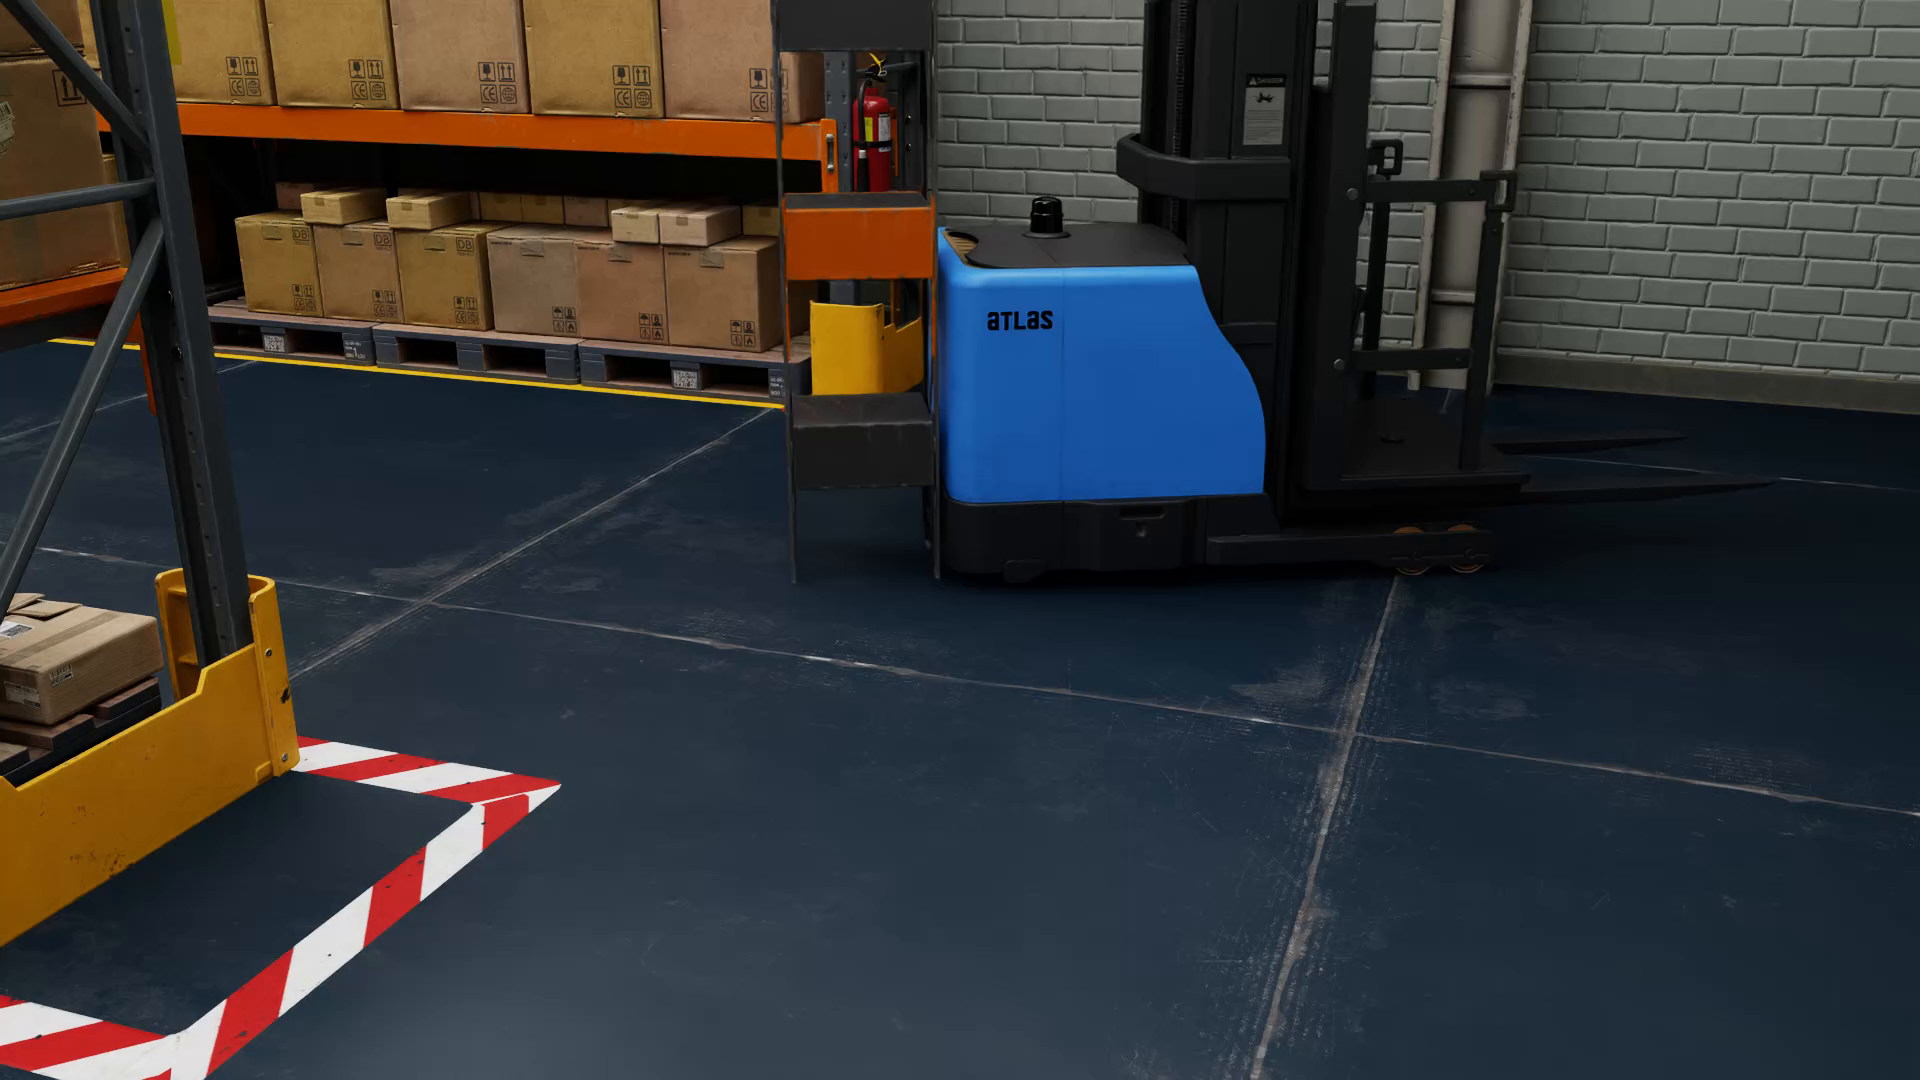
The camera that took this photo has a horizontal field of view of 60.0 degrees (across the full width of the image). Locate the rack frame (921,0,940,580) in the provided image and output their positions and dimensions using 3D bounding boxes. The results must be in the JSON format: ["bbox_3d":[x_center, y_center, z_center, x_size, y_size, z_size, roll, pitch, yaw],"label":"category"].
[{"bbox_3d":[-0.100,-0.920,5.526,0.015,2.100,0.400,-2,19,-6],"label":"rack frame"}]

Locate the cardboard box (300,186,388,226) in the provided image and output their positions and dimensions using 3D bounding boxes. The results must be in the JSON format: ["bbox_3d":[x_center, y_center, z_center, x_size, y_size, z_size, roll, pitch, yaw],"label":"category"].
[{"bbox_3d":[-3.230,-1.760,8.742,0.250,0.149,0.380,7,20,20],"label":"cardboard box"}]

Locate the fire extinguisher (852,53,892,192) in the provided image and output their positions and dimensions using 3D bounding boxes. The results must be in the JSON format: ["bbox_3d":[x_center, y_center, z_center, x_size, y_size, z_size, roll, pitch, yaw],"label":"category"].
[{"bbox_3d":[-0.396,-1.838,7.475,0.183,0.674,0.296,7,20,18],"label":"fire extinguisher"}]

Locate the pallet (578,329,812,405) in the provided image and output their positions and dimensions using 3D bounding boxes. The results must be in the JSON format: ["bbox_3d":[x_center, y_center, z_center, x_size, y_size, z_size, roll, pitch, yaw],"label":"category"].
[{"bbox_3d":[-1.168,-0.955,8.496,1.213,0.211,1.003,7,20,18],"label":"pallet"}]

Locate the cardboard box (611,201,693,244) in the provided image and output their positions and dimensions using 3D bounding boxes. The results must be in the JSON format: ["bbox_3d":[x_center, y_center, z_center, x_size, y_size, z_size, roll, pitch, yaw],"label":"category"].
[{"bbox_3d":[-1.504,-1.563,8.178,0.250,0.149,0.380,7,20,20],"label":"cardboard box"}]

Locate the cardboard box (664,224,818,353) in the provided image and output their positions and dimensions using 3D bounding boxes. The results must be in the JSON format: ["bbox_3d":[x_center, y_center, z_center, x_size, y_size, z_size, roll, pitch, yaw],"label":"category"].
[{"bbox_3d":[-1.081,-1.272,8.329,0.500,0.500,0.700,7,20,18],"label":"cardboard box"}]

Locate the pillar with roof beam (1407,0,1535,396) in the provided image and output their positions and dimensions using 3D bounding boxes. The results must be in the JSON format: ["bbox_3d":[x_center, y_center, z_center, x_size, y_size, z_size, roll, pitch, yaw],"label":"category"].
[{"bbox_3d":[1.034,-3.682,2.966,0.400,9.000,9.100,7,20,18],"label":"pillar with roof beam"}]

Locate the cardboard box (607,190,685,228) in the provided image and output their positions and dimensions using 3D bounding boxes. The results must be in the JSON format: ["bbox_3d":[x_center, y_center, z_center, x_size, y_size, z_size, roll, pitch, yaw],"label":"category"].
[{"bbox_3d":[-1.613,-1.709,8.596,0.250,0.149,0.380,7,20,19],"label":"cardboard box"}]

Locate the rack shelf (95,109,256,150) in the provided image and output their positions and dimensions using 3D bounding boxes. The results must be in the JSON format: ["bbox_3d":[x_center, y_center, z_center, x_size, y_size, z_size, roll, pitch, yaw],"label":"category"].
[{"bbox_3d":[-6.055,-2.518,9.837,4.000,0.370,1.077,7,20,18],"label":"rack shelf"}]

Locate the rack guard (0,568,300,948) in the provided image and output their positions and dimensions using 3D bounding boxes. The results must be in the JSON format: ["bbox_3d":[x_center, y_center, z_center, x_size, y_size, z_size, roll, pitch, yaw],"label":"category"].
[{"bbox_3d":[-2.081,0.503,3.874,0.348,0.500,1.175,7,20,18],"label":"rack guard"}]

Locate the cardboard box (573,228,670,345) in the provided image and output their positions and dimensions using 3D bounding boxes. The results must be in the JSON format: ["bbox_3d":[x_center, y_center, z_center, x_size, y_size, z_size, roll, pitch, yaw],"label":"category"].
[{"bbox_3d":[-1.554,-1.326,8.484,0.500,0.500,0.700,6,20,18],"label":"cardboard box"}]

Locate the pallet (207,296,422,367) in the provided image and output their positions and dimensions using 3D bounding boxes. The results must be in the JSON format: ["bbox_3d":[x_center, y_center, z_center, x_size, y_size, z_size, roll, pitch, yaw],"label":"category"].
[{"bbox_3d":[-3.473,-1.219,9.252,1.213,0.211,1.003,7,20,18],"label":"pallet"}]

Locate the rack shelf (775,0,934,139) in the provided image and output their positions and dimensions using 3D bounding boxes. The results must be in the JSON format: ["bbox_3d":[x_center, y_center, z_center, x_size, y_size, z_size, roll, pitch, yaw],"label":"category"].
[{"bbox_3d":[-0.342,-1.559,5.274,0.480,0.518,0.431,-2,19,-6],"label":"rack shelf"}]

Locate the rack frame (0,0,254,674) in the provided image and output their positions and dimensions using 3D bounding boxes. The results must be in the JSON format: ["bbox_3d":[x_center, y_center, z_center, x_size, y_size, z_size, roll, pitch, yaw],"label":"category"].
[{"bbox_3d":[-2.010,-0.669,3.439,0.127,3.000,1.000,7,20,18],"label":"rack frame"}]

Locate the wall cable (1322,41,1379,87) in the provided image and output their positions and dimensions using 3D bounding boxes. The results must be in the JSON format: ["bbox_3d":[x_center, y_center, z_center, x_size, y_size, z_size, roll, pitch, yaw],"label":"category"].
[{"bbox_3d":[1.133,-2.845,8.139,1.851,1.984,0.084,7,20,18],"label":"wall cable"}]

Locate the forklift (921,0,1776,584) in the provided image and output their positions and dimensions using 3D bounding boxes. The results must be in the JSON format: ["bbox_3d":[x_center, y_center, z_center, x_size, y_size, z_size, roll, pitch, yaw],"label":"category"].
[{"bbox_3d":[1.405,-1.432,5.730,3.031,2.935,1.130,-2,19,-7],"label":"forklift"}]

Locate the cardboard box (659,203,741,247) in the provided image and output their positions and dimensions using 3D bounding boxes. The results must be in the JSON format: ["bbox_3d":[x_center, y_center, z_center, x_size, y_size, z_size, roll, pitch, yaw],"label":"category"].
[{"bbox_3d":[-1.263,-1.536,8.099,0.250,0.149,0.380,6,20,17],"label":"cardboard box"}]

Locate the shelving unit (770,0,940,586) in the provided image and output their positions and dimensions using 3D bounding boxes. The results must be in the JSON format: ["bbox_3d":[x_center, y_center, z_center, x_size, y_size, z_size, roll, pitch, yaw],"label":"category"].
[{"bbox_3d":[-0.342,-0.911,5.500,0.503,2.100,0.431,-2,19,-6],"label":"shelving unit"}]

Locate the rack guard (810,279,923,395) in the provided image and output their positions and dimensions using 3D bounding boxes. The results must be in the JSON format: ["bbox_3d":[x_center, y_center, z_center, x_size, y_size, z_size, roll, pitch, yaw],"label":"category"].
[{"bbox_3d":[-0.365,-1.027,8.263,0.348,0.500,1.175,7,20,18],"label":"rack guard"}]

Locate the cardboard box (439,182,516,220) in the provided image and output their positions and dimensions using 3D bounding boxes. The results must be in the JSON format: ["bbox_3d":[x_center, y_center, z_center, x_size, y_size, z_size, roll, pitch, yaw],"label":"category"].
[{"bbox_3d":[-2.579,-1.819,8.911,0.250,0.149,0.380,7,20,19],"label":"cardboard box"}]

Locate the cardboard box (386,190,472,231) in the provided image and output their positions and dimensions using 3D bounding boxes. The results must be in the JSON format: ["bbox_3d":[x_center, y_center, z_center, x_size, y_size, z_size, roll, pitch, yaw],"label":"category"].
[{"bbox_3d":[-2.736,-1.704,8.580,0.250,0.149,0.380,6,20,17],"label":"cardboard box"}]

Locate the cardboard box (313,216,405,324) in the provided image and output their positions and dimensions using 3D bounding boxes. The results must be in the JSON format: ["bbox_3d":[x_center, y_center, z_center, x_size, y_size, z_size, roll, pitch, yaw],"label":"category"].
[{"bbox_3d":[-3.020,-1.492,8.959,0.500,0.500,0.700,6,20,18],"label":"cardboard box"}]

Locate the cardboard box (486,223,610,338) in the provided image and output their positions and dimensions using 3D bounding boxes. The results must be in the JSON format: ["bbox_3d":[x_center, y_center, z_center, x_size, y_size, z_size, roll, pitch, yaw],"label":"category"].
[{"bbox_3d":[-2.029,-1.381,8.639,0.500,0.500,0.700,6,20,16],"label":"cardboard box"}]

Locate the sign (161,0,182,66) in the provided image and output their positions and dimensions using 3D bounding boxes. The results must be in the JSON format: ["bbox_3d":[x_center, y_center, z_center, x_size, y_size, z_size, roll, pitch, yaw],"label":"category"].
[{"bbox_3d":[-1.832,-1.247,3.781,0.005,0.325,0.100,7,20,18],"label":"sign"}]

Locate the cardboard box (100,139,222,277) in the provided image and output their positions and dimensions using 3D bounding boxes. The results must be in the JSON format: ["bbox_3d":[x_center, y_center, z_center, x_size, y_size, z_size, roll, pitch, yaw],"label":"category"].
[{"bbox_3d":[-4.823,-1.855,9.469,0.750,0.750,0.750,7,20,19],"label":"cardboard box"}]

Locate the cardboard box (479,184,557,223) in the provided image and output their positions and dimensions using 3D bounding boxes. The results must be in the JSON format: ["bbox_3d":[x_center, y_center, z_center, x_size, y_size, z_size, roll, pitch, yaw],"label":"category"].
[{"bbox_3d":[-2.335,-1.791,8.832,0.250,0.149,0.380,6,20,17],"label":"cardboard box"}]

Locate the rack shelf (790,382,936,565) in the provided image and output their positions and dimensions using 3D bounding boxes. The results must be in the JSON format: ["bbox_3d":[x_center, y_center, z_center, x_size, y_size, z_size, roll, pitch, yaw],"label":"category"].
[{"bbox_3d":[-0.342,-0.237,5.735,0.480,0.518,0.431,-2,19,-6],"label":"rack shelf"}]

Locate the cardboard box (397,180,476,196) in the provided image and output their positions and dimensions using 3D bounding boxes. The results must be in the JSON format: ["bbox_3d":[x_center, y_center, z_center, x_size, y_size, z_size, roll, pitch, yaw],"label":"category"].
[{"bbox_3d":[-2.817,-1.846,8.990,0.250,0.149,0.380,6,20,16],"label":"cardboard box"}]

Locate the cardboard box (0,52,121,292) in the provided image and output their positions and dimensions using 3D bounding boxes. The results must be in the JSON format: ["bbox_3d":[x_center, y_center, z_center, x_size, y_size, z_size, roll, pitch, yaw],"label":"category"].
[{"bbox_3d":[-2.342,-0.846,3.795,0.500,0.500,0.500,7,20,19],"label":"cardboard box"}]

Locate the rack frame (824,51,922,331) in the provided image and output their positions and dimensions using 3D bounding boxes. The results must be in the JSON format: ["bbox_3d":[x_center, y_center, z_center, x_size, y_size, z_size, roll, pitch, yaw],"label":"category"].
[{"bbox_3d":[-0.387,-2.210,7.859,0.127,3.000,1.000,7,20,18],"label":"rack frame"}]

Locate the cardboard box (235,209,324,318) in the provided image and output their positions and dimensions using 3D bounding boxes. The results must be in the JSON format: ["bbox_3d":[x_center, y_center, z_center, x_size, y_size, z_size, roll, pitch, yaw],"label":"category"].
[{"bbox_3d":[-3.493,-1.547,9.118,0.500,0.500,0.700,7,20,19],"label":"cardboard box"}]

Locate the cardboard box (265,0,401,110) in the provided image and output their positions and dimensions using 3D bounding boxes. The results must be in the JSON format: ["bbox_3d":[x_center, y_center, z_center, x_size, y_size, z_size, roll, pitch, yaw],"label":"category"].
[{"bbox_3d":[-2.971,-2.639,8.635,0.700,0.700,0.980,6,20,17],"label":"cardboard box"}]

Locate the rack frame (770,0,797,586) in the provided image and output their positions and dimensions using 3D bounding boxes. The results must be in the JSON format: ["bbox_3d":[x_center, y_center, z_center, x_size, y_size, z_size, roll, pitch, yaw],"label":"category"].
[{"bbox_3d":[-0.584,-0.902,5.473,0.015,2.100,0.400,-2,19,-6],"label":"rack frame"}]

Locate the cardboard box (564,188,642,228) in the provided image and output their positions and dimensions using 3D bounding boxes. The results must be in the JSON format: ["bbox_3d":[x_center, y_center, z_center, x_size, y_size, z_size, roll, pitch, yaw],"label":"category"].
[{"bbox_3d":[-1.853,-1.736,8.674,0.250,0.149,0.380,7,20,19],"label":"cardboard box"}]

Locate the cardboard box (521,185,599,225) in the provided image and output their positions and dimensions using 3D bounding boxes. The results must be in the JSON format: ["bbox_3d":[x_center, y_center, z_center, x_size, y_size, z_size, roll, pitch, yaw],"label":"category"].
[{"bbox_3d":[-2.096,-1.764,8.753,0.250,0.149,0.380,7,20,19],"label":"cardboard box"}]

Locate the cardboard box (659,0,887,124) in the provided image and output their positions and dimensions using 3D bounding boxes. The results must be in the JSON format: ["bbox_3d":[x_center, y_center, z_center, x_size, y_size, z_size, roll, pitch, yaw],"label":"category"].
[{"bbox_3d":[-0.872,-2.404,7.959,0.700,0.700,0.980,7,21,21],"label":"cardboard box"}]

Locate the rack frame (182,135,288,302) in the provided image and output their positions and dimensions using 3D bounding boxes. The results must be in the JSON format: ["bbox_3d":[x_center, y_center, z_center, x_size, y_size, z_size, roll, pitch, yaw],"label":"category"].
[{"bbox_3d":[-4.166,-2.642,9.098,0.127,3.000,1.000,7,20,18],"label":"rack frame"}]

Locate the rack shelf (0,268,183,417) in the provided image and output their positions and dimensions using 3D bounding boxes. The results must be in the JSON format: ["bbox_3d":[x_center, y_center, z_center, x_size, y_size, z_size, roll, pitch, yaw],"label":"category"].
[{"bbox_3d":[-3.899,-0.546,4.177,4.000,0.370,1.077,7,20,18],"label":"rack shelf"}]

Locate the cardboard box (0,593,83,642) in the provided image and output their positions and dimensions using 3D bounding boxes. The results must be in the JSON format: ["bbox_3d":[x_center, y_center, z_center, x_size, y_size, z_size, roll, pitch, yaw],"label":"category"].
[{"bbox_3d":[-2.528,0.282,4.347,0.250,0.166,0.380,7,20,18],"label":"cardboard box"}]

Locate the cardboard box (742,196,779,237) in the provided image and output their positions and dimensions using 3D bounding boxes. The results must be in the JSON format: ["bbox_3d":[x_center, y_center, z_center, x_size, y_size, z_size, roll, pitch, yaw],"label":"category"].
[{"bbox_3d":[-0.898,-1.627,8.362,0.250,0.149,0.380,7,20,18],"label":"cardboard box"}]

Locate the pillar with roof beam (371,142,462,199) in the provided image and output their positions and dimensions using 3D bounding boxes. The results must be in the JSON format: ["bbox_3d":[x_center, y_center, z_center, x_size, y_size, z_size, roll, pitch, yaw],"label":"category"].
[{"bbox_3d":[-4.634,-4.330,4.826,0.400,9.000,9.100,7,20,18],"label":"pillar with roof beam"}]

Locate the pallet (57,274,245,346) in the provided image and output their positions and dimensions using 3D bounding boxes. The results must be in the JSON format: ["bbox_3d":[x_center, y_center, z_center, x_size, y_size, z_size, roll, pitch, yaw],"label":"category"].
[{"bbox_3d":[-4.920,-1.385,9.729,1.213,0.211,1.003,7,20,18],"label":"pallet"}]

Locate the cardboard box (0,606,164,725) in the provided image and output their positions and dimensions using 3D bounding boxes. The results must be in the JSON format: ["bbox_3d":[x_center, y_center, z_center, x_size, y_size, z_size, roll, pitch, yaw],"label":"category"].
[{"bbox_3d":[-2.292,0.317,4.272,0.250,0.149,0.380,7,20,18],"label":"cardboard box"}]

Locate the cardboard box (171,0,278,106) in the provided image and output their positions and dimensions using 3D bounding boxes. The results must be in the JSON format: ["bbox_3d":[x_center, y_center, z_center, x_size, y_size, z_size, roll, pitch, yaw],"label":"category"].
[{"bbox_3d":[-3.659,-2.720,8.866,0.700,0.700,0.980,7,20,19],"label":"cardboard box"}]

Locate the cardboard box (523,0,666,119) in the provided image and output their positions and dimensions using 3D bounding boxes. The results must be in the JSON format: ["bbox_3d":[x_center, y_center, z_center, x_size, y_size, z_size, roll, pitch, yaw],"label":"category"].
[{"bbox_3d":[-1.563,-2.479,8.174,0.700,0.700,0.980,6,20,18],"label":"cardboard box"}]

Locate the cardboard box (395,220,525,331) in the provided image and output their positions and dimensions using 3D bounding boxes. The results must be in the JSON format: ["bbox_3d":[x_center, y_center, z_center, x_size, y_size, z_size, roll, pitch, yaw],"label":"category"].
[{"bbox_3d":[-2.536,-1.436,8.798,0.500,0.500,0.700,7,20,19],"label":"cardboard box"}]

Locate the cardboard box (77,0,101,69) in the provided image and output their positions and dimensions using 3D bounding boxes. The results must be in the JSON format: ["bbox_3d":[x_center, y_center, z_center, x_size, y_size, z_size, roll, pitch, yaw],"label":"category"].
[{"bbox_3d":[-4.685,-2.811,8.948,0.500,0.500,0.500,6,20,17],"label":"cardboard box"}]

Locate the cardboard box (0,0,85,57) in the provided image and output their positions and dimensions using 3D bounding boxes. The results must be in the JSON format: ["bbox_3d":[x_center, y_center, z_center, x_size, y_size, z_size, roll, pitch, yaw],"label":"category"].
[{"bbox_3d":[-2.342,-1.319,3.631,0.500,0.500,0.500,7,20,20],"label":"cardboard box"}]

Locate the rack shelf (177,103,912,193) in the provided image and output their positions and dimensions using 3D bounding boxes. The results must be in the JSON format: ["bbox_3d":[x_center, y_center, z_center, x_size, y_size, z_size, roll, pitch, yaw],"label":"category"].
[{"bbox_3d":[-2.277,-2.086,8.597,4.000,0.370,1.077,7,20,18],"label":"rack shelf"}]

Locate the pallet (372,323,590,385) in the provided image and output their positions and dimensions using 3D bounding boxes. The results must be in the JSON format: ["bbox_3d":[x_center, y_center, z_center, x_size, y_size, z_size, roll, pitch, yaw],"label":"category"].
[{"bbox_3d":[-2.317,-1.088,8.876,1.213,0.211,1.003,7,20,18],"label":"pallet"}]

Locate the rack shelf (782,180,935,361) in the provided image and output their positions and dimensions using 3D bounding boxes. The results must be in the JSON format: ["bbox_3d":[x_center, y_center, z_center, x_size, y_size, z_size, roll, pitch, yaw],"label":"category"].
[{"bbox_3d":[-0.342,-0.898,5.504,0.480,0.518,0.431,-2,19,-6],"label":"rack shelf"}]

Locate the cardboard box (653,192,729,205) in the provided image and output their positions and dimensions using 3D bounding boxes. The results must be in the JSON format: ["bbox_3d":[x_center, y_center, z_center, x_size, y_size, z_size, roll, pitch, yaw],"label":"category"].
[{"bbox_3d":[-1.377,-1.682,8.518,0.250,0.149,0.380,7,20,18],"label":"cardboard box"}]

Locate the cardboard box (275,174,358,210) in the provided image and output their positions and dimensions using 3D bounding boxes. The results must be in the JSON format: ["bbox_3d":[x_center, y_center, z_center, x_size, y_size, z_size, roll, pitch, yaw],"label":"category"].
[{"bbox_3d":[-3.565,-1.931,9.233,0.250,0.149,0.380,6,20,18],"label":"cardboard box"}]

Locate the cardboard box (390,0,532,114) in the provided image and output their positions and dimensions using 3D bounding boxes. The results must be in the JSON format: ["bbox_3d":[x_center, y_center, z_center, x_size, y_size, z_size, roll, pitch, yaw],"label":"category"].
[{"bbox_3d":[-2.281,-2.564,8.419,0.700,0.700,0.980,6,20,15],"label":"cardboard box"}]

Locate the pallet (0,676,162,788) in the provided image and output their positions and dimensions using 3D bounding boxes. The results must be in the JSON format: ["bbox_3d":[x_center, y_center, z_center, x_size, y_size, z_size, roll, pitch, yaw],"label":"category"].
[{"bbox_3d":[-2.835,0.554,4.168,1.213,0.211,1.003,7,20,18],"label":"pallet"}]

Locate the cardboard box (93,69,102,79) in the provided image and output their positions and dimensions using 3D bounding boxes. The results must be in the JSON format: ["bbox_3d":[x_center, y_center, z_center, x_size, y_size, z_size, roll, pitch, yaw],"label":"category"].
[{"bbox_3d":[-4.578,-2.481,8.989,0.250,0.149,0.380,7,20,19],"label":"cardboard box"}]
